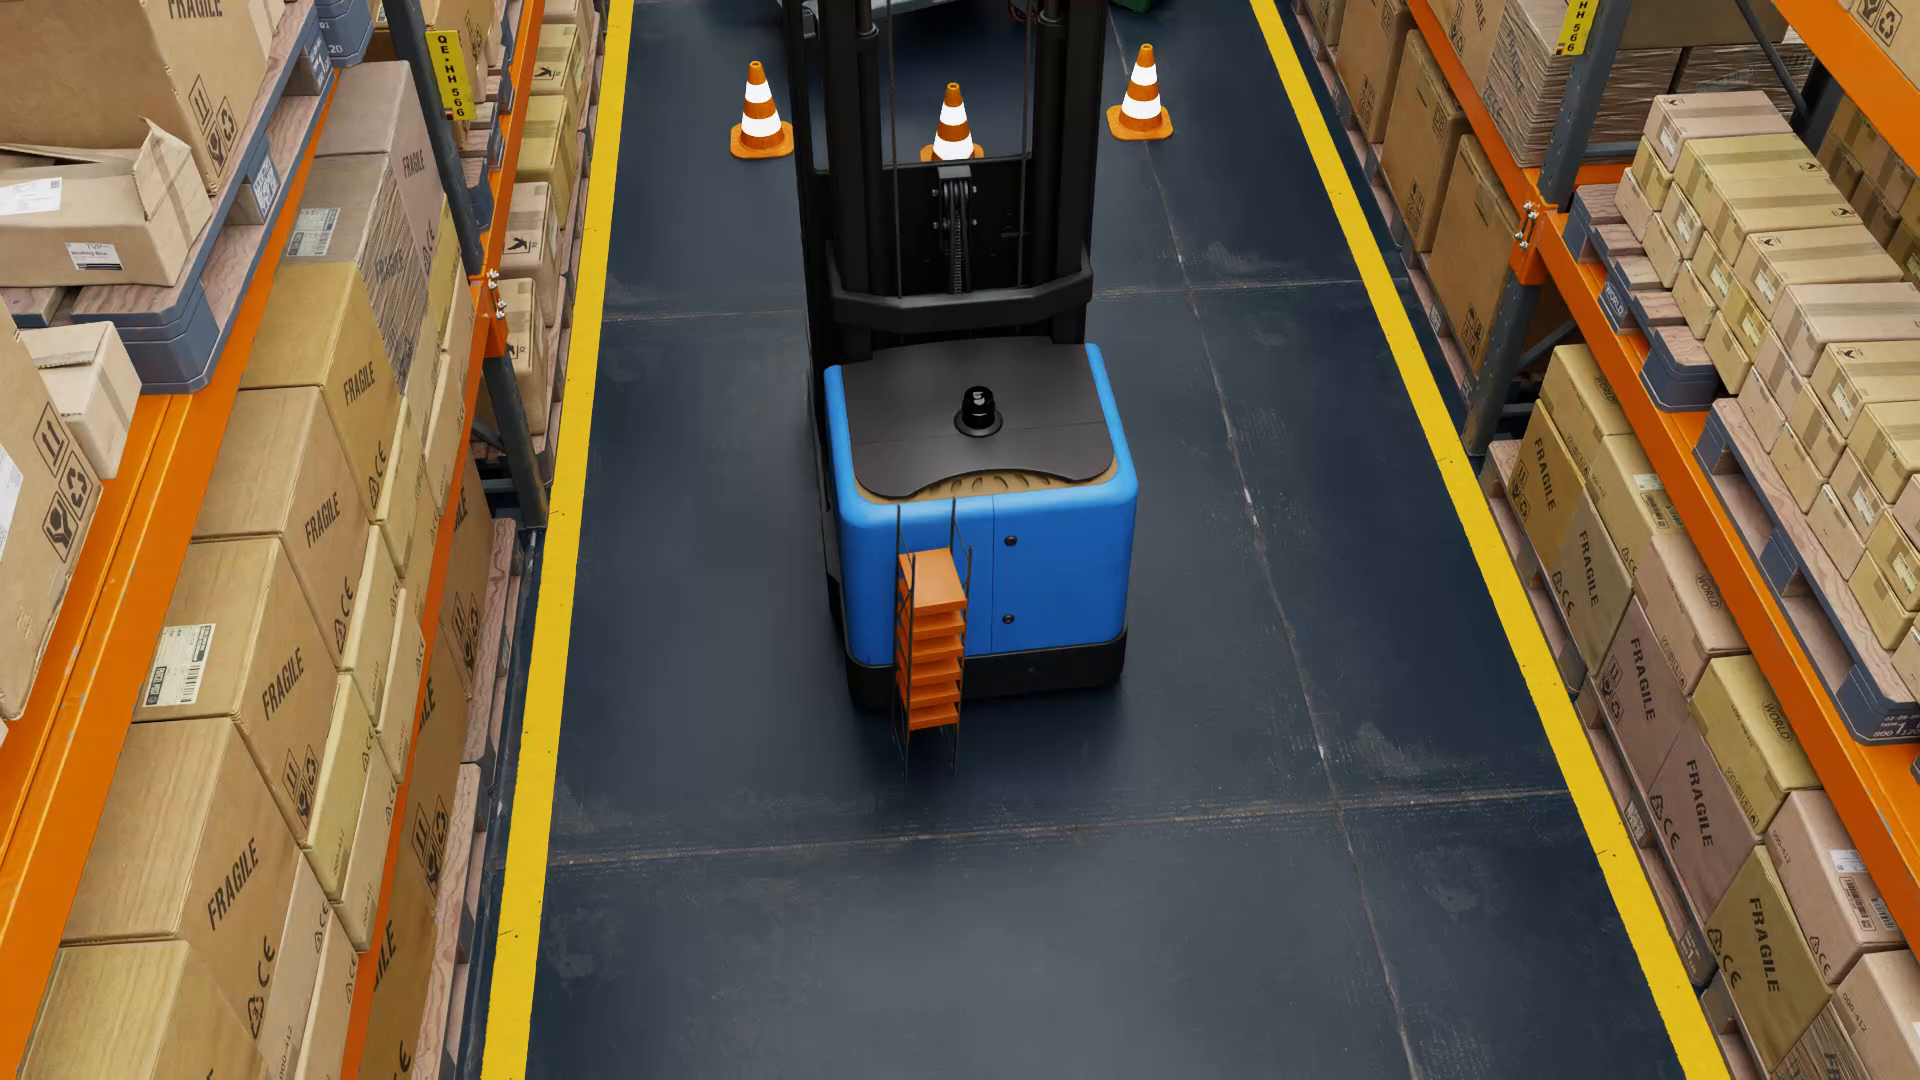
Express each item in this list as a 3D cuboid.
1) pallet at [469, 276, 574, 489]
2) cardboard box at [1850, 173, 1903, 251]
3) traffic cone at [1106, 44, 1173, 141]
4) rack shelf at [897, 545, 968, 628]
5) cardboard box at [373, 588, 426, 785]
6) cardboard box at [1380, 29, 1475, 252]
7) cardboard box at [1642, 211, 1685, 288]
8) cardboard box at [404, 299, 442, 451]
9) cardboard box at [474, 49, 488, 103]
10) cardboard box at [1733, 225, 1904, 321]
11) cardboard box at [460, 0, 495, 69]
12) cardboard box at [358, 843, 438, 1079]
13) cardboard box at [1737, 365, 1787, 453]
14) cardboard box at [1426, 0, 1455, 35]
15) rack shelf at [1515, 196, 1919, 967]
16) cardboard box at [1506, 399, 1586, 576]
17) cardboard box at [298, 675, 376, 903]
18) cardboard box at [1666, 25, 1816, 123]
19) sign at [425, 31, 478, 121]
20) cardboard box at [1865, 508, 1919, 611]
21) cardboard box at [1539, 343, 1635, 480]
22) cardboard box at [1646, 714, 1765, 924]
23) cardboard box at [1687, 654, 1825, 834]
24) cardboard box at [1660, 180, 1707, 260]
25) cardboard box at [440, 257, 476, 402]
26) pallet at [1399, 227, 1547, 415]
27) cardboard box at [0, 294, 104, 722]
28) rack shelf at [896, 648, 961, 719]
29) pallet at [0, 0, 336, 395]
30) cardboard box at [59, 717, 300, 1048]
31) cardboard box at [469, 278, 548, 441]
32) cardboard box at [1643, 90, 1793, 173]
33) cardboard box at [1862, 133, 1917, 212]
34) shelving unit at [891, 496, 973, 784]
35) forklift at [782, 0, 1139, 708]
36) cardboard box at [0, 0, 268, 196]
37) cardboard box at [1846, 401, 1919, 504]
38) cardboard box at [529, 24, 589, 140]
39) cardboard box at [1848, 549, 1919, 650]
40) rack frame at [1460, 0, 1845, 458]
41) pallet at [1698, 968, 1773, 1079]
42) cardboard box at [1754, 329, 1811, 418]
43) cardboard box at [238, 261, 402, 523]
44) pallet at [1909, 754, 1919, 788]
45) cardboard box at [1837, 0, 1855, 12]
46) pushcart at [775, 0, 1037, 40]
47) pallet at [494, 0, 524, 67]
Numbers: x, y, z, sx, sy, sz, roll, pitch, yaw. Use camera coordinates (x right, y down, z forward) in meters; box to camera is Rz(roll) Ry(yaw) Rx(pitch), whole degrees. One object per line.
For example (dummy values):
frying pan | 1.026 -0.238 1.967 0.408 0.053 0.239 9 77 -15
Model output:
pallet | -2.287 -0.696 7.400 1.003 0.211 1.213 -3 47 -3
cardboard box | 3.220 -1.101 5.542 0.380 0.149 0.250 -2 47 -2
traffic cone | 0.974 -2.423 8.862 0.336 0.463 0.334 -3 47 -3
rack shelf | -0.094 0.152 5.476 0.180 0.103 0.258 -8 47 -12
cardboard box | -1.766 0.414 4.532 0.500 0.250 0.500 -4 47 -4
cardboard box | 2.663 -1.912 7.892 1.050 0.750 0.750 -3 47 -3
cardboard box | 2.560 -0.991 5.643 0.380 0.149 0.250 -1 47 -1
cardboard box | -1.883 -0.504 5.057 0.500 0.250 0.500 -5 47 -4
cardboard box | -2.032 -1.801 6.410 0.380 0.149 0.250 -6 47 -6
cardboard box | 2.610 -0.816 5.067 0.380 0.149 0.250 -5 47 -5
cardboard box | -2.081 -2.086 6.234 0.500 0.500 0.500 -1 47 -1
cardboard box | -2.103 1.294 4.769 0.875 0.875 0.875 -2 47 -2
cardboard box | 2.632 -0.408 5.091 0.380 0.149 0.250 -2 47 -2
cardboard box | 2.314 -2.530 7.147 0.500 0.500 0.500 -4 47 -4
rack shelf | 2.869 0.231 5.097 1.077 0.370 4.000 -3 47 -3
cardboard box | 2.506 -0.221 6.462 0.500 0.500 0.500 -5 47 -5
cardboard box | -1.731 0.607 4.005 0.500 0.250 0.500 -3 47 -3
cardboard box | 2.933 -1.839 6.493 0.500 0.500 0.500 -3 47 -3
sign | -1.670 -1.523 5.466 0.100 0.325 0.005 -3 47 -3
cardboard box | 2.692 0.041 4.460 0.380 0.149 0.250 -3 47 -3
cardboard box | 2.518 -0.492 6.203 0.500 0.250 0.500 -5 47 -5
cardboard box | 2.642 0.883 5.416 0.500 0.500 0.500 -4 47 -4
cardboard box | 2.634 0.610 5.158 0.500 0.250 0.500 -5 47 -5
cardboard box | 2.566 -1.065 5.508 0.380 0.149 0.250 -1 47 -1
cardboard box | -1.922 -0.687 5.575 0.500 0.250 0.500 -5 47 -5
pallet | 2.710 -1.079 7.763 1.003 0.211 1.213 -3 47 -3
cardboard box | -1.673 -0.061 2.454 0.500 0.500 0.500 -4 47 -4
rack shelf | -0.117 0.486 5.821 0.180 0.103 0.258 -8 47 -12
pallet | -2.020 -0.784 3.627 1.003 0.211 1.213 -2 47 -1
cardboard box | -1.709 0.725 3.377 0.500 0.500 0.500 -4 47 -4
cardboard box | -2.260 -0.739 7.041 0.950 0.372 0.625 -6 47 -6
cardboard box | 2.547 -1.376 5.598 0.380 0.149 0.250 -3 47 -3
cardboard box | 3.218 -1.217 5.447 0.380 0.149 0.250 -4 47 -4
shelving unit | -0.109 0.372 5.703 0.189 1.200 0.258 -8 47 -12
forklift | -0.082 -1.461 6.252 1.130 2.935 3.031 -5 47 -5
cardboard box | -1.786 -1.042 3.383 0.500 0.500 0.500 -3 47 -3
cardboard box | 2.676 -0.248 4.529 0.380 0.149 0.250 -4 47 -4
cardboard box | -2.448 -2.325 8.543 0.950 0.372 0.625 -1 47 -1
cardboard box | 2.693 0.155 4.557 0.380 0.149 0.250 -2 47 -2
rack frame | 2.701 -1.463 6.206 1.000 3.000 0.127 -3 47 -3
pallet | 2.969 1.827 5.011 1.003 0.211 1.213 -3 47 -3
cardboard box | 2.633 -0.510 4.982 0.380 0.149 0.250 -3 47 -3
cardboard box | -1.833 -0.379 4.422 0.500 0.500 0.500 -3 47 -3
pallet | 3.117 0.935 4.067 1.003 0.211 1.213 -3 47 -3
cardboard box | 2.533 -1.738 4.332 0.500 0.500 0.500 -3 47 -3
pushcart | -0.290 -3.256 9.710 1.648 0.377 0.936 -19 49 -17
pallet | -2.430 -2.453 7.276 1.003 0.211 1.213 -3 47 -3
